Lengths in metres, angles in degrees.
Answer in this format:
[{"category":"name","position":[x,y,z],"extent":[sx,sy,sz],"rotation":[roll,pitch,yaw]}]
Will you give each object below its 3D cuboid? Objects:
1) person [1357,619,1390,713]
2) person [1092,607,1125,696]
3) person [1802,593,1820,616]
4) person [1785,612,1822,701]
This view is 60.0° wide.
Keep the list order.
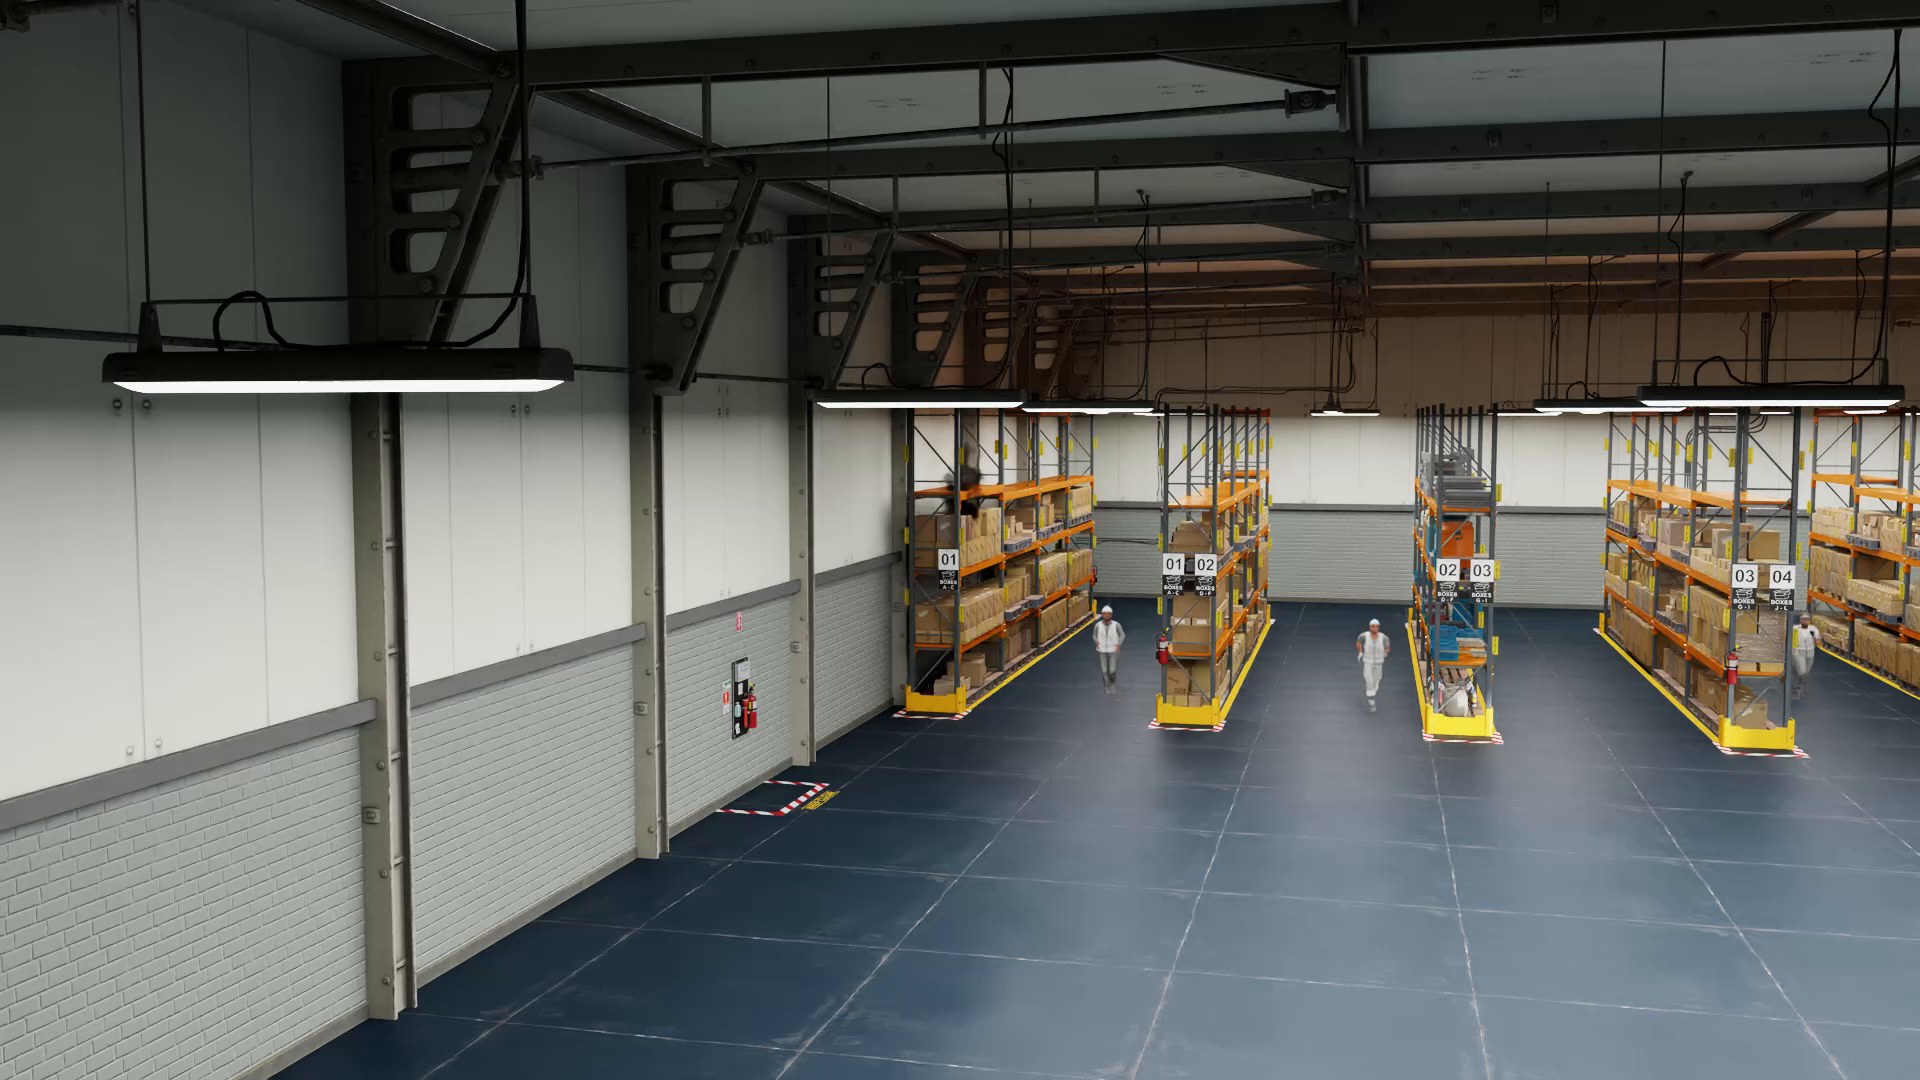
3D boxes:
[{"category":"person","position":[8.158,2.437,32.826],"extent":[0.607,1.792,0.992],"rotation":[0,4,4]},{"category":"person","position":[2.898,2.195,32.649],"extent":[0.635,1.773,0.567],"rotation":[1,4,12]},{"category":"person","position":[22.808,1.676,44.536],"extent":[0.608,1.675,0.735],"rotation":[3,5,31]},{"category":"person","position":[17.252,2.389,33.969],"extent":[0.624,1.859,0.777],"rotation":[1,4,9]}]
